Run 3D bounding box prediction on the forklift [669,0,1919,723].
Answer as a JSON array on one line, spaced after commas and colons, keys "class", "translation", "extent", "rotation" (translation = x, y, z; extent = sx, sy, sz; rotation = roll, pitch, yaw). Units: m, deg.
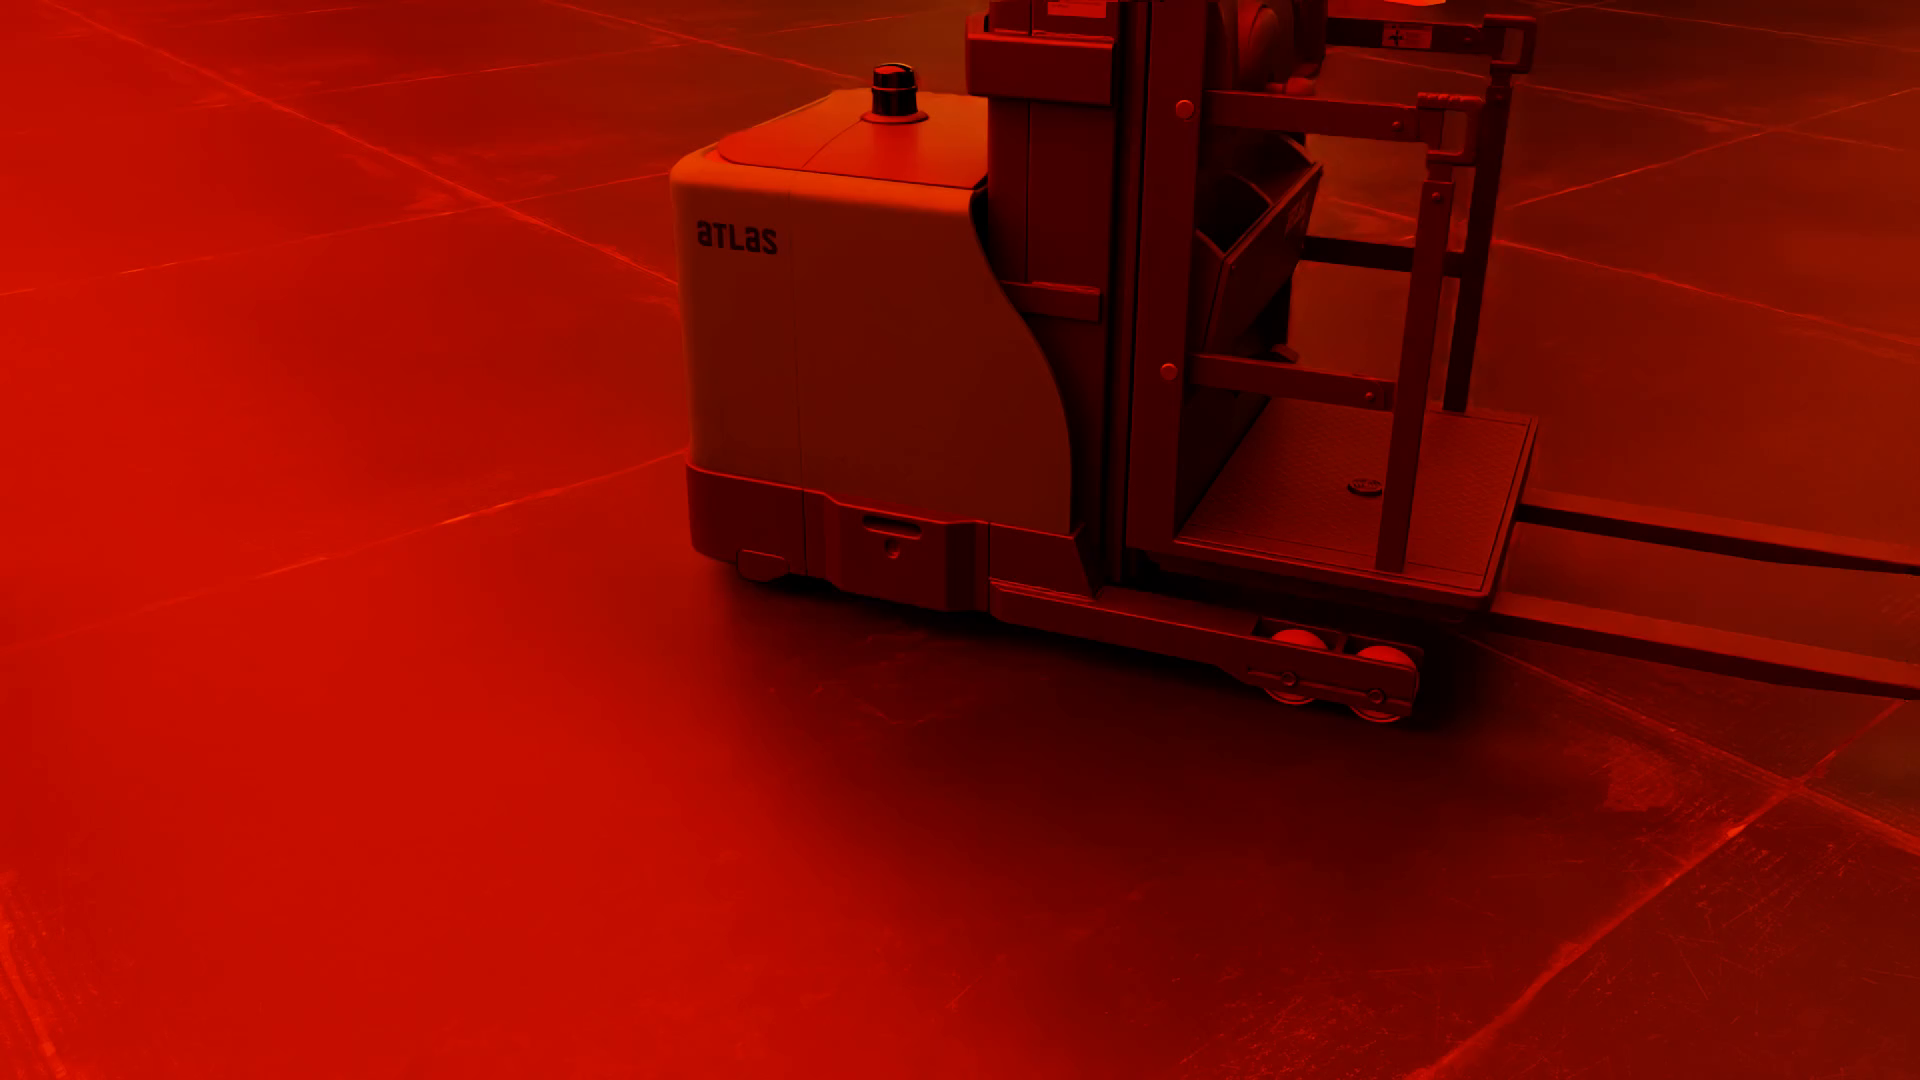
[{"class": "forklift", "translation": [0.867, -1.177, 3.575], "extent": [3.031, 2.935, 1.130], "rotation": [11, 28, 20]}]
